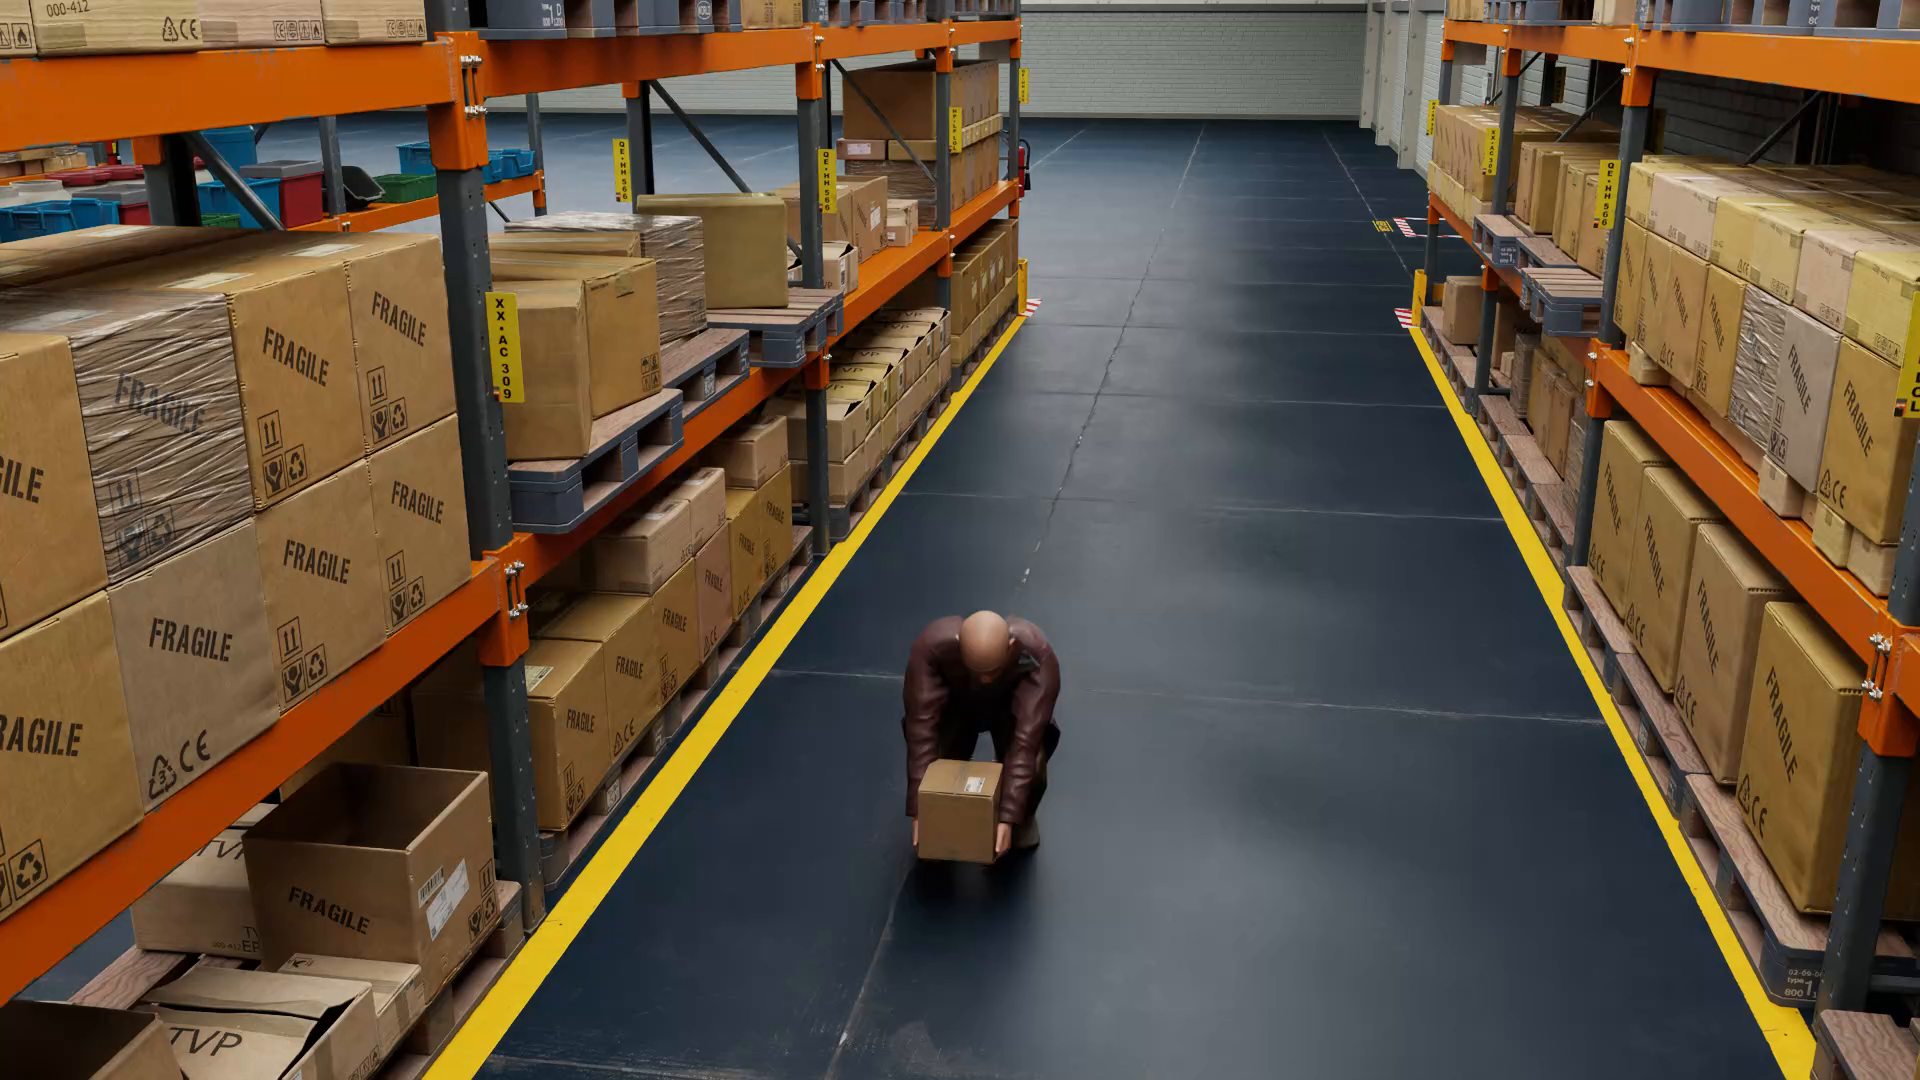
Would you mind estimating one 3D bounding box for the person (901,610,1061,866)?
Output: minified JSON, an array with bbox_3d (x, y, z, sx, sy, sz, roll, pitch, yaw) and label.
[{"bbox_3d":[0.065,0.637,5.857,0.578,1.006,0.920,2,18,8],"label":"person"}]
